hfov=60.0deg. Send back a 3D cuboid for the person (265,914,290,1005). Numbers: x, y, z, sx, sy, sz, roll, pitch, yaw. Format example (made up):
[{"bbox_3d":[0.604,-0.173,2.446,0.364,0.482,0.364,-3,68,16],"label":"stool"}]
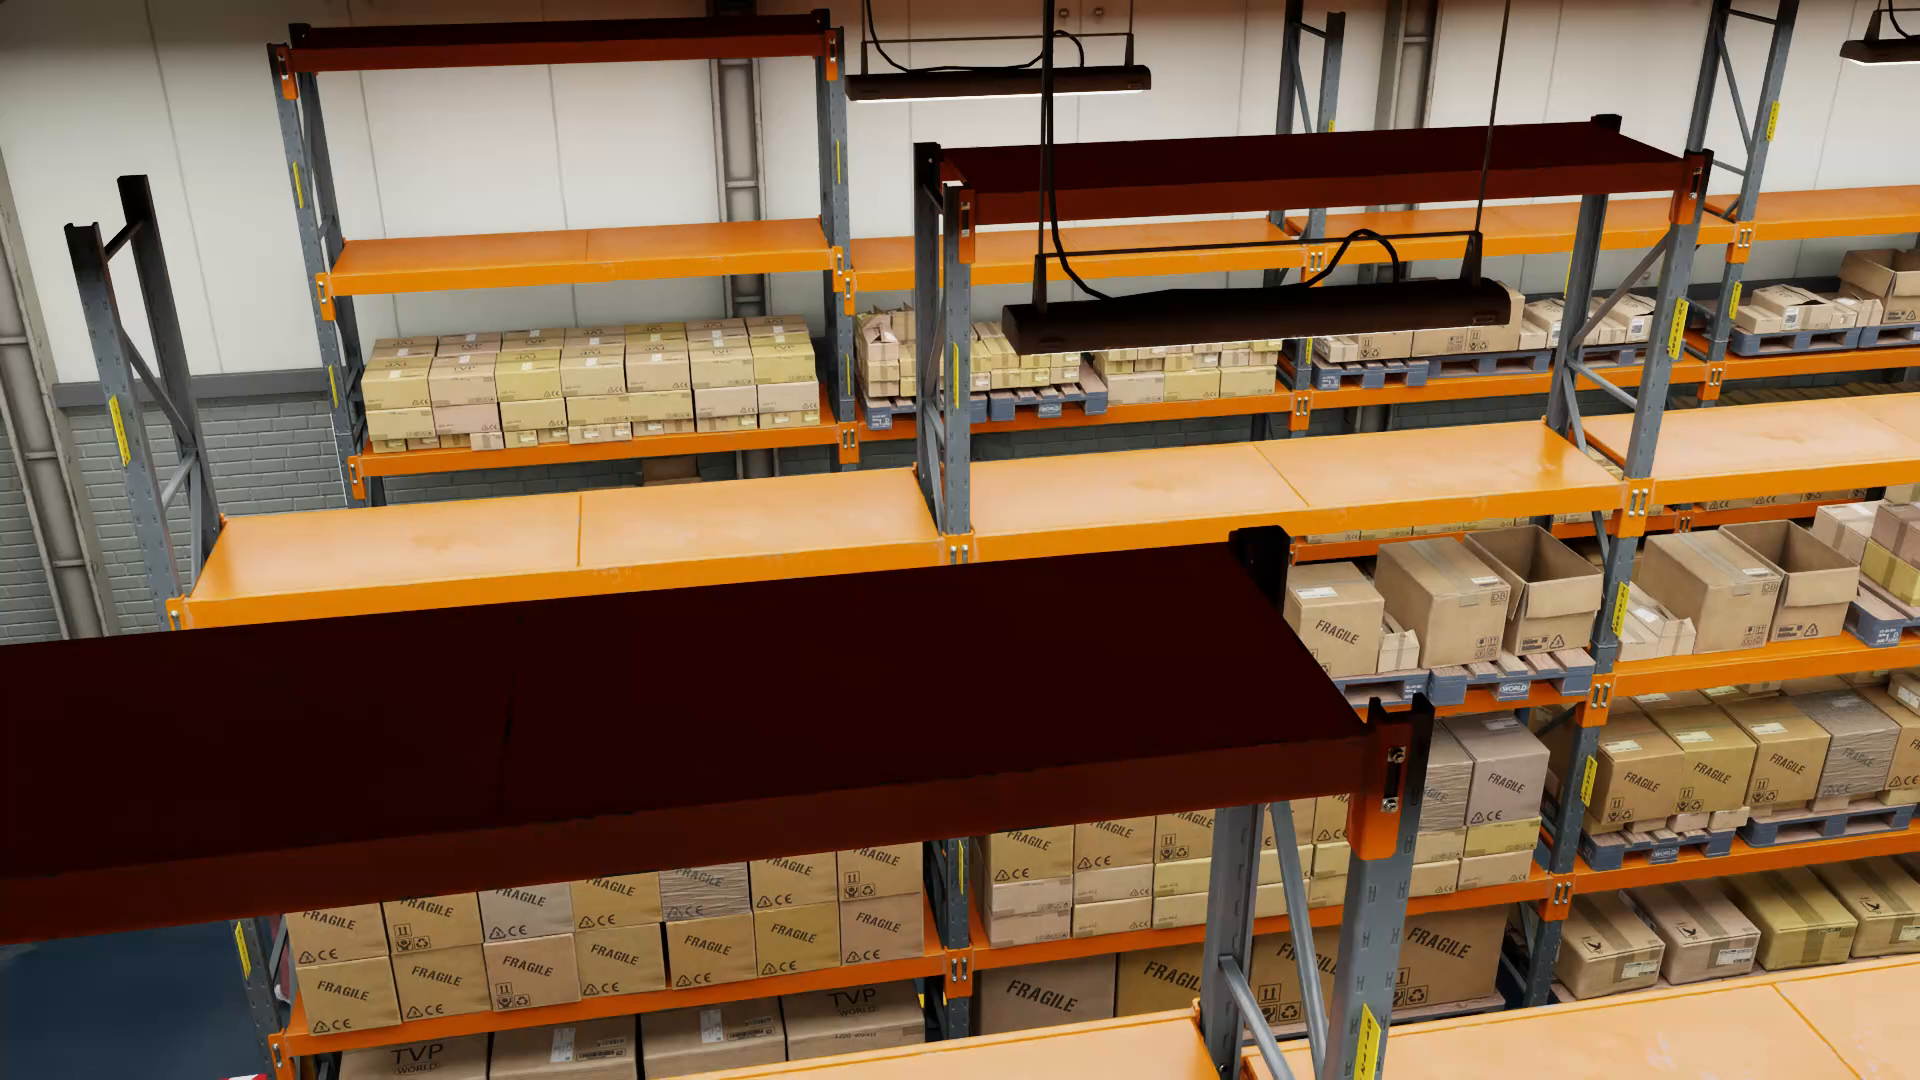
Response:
[{"bbox_3d":[-4.593,2.400,11.415,0.421,1.683,0.486,21,33,37],"label":"person"}]
